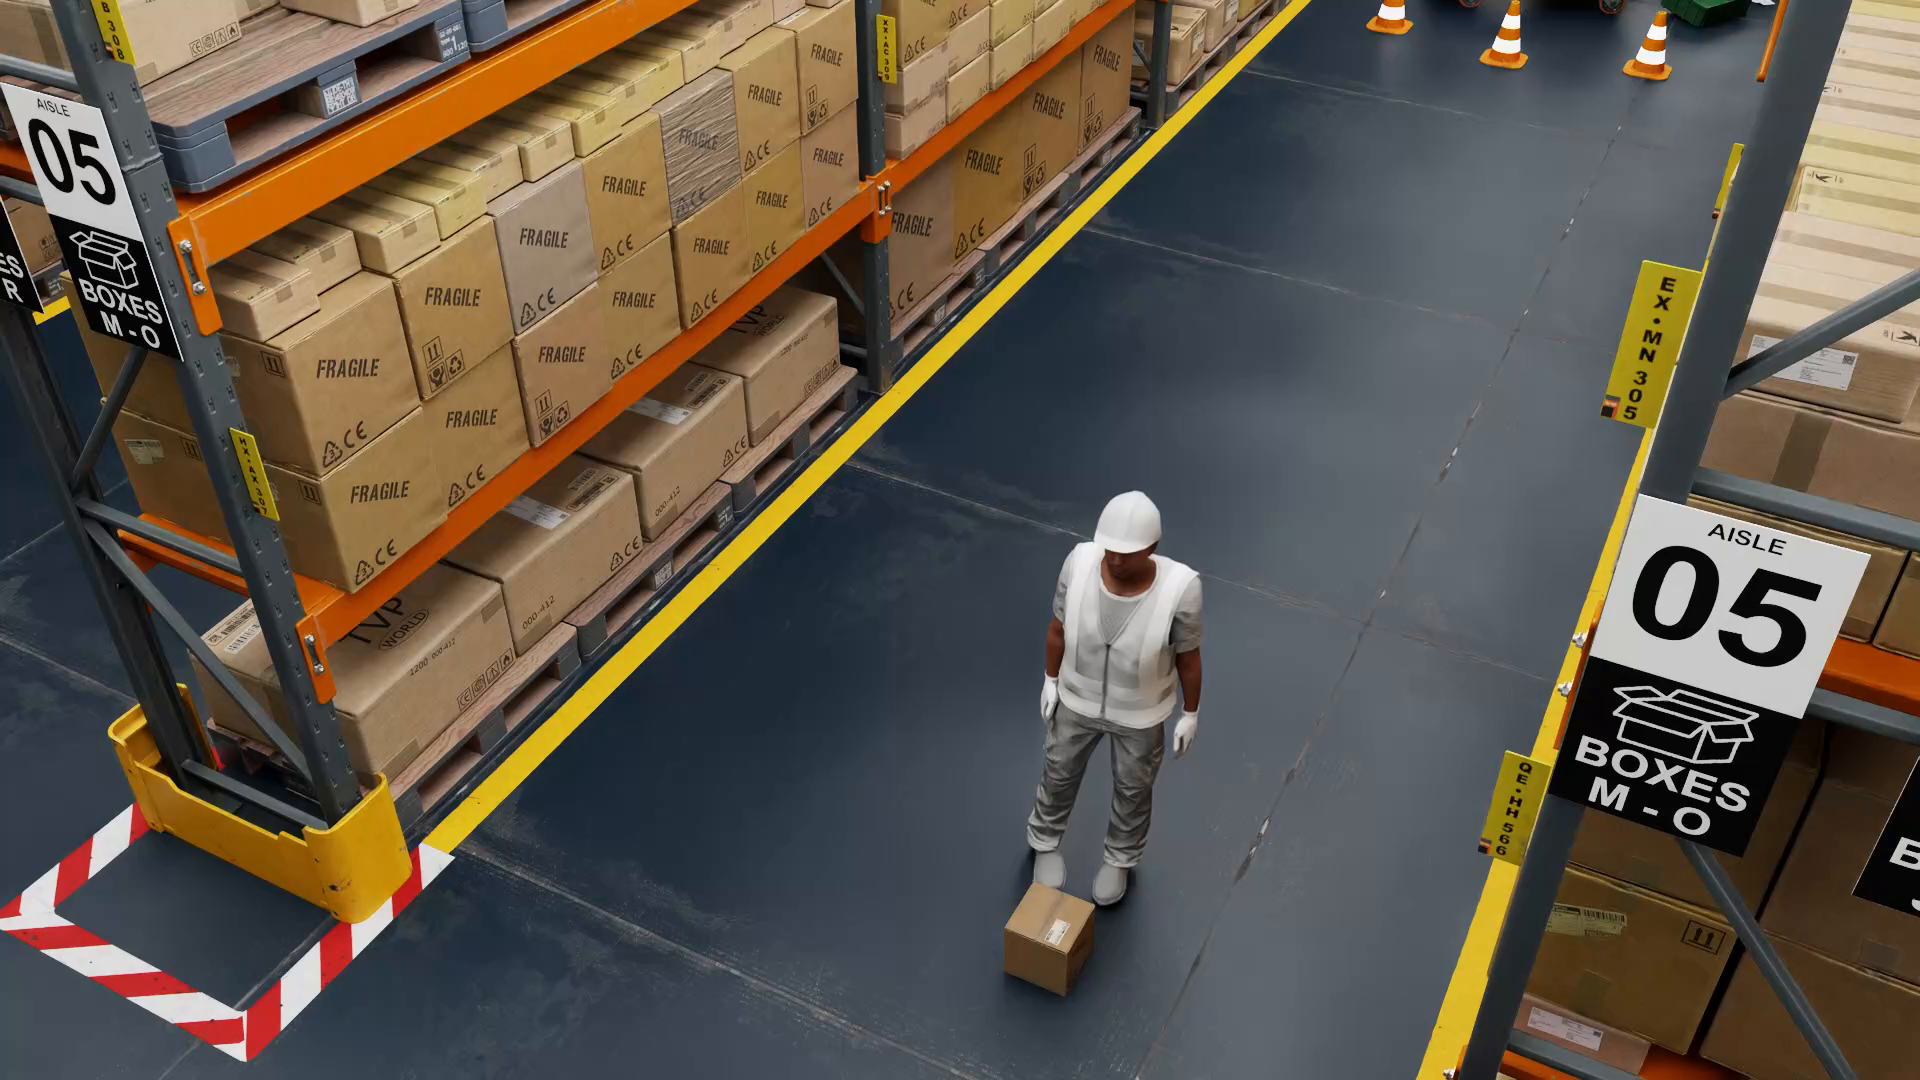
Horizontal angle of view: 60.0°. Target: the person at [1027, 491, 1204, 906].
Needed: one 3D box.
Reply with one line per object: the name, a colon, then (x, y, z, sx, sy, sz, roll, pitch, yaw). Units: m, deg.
person: (0.546, 0.590, 5.962, 0.614, 1.799, 0.388, 14, 40, 17)
